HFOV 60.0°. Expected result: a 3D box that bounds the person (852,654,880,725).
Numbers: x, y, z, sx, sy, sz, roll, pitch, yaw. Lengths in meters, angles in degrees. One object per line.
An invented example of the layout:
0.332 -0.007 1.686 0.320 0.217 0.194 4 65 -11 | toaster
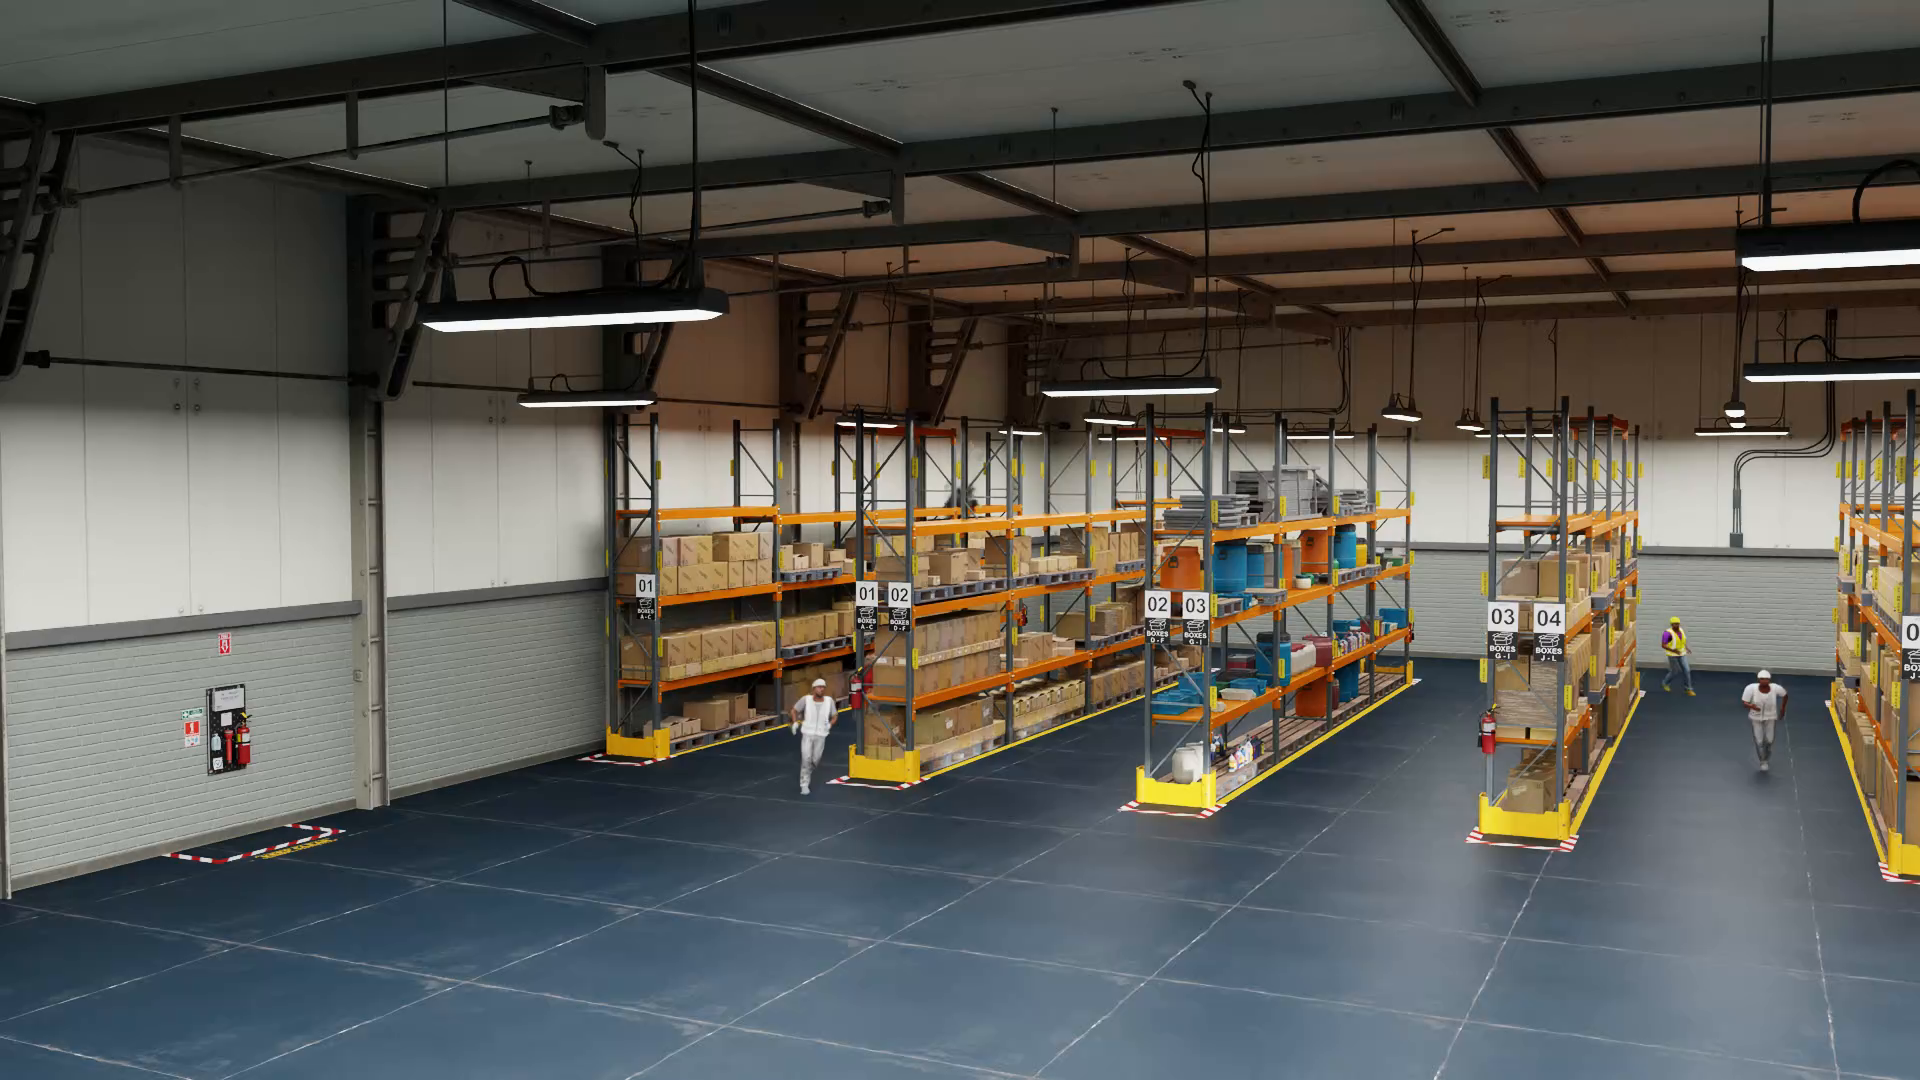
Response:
-1.661 2.894 30.001 0.664 1.683 0.622 1 3 25 | person

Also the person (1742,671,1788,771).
13.374 2.965 27.645 0.680 1.617 0.683 1 3 27 | person

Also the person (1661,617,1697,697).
15.900 2.564 36.952 0.741 1.743 0.897 -1 2 -12 | person

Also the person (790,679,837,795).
-2.272 3.050 26.007 0.727 1.763 0.795 -1 2 -14 | person
